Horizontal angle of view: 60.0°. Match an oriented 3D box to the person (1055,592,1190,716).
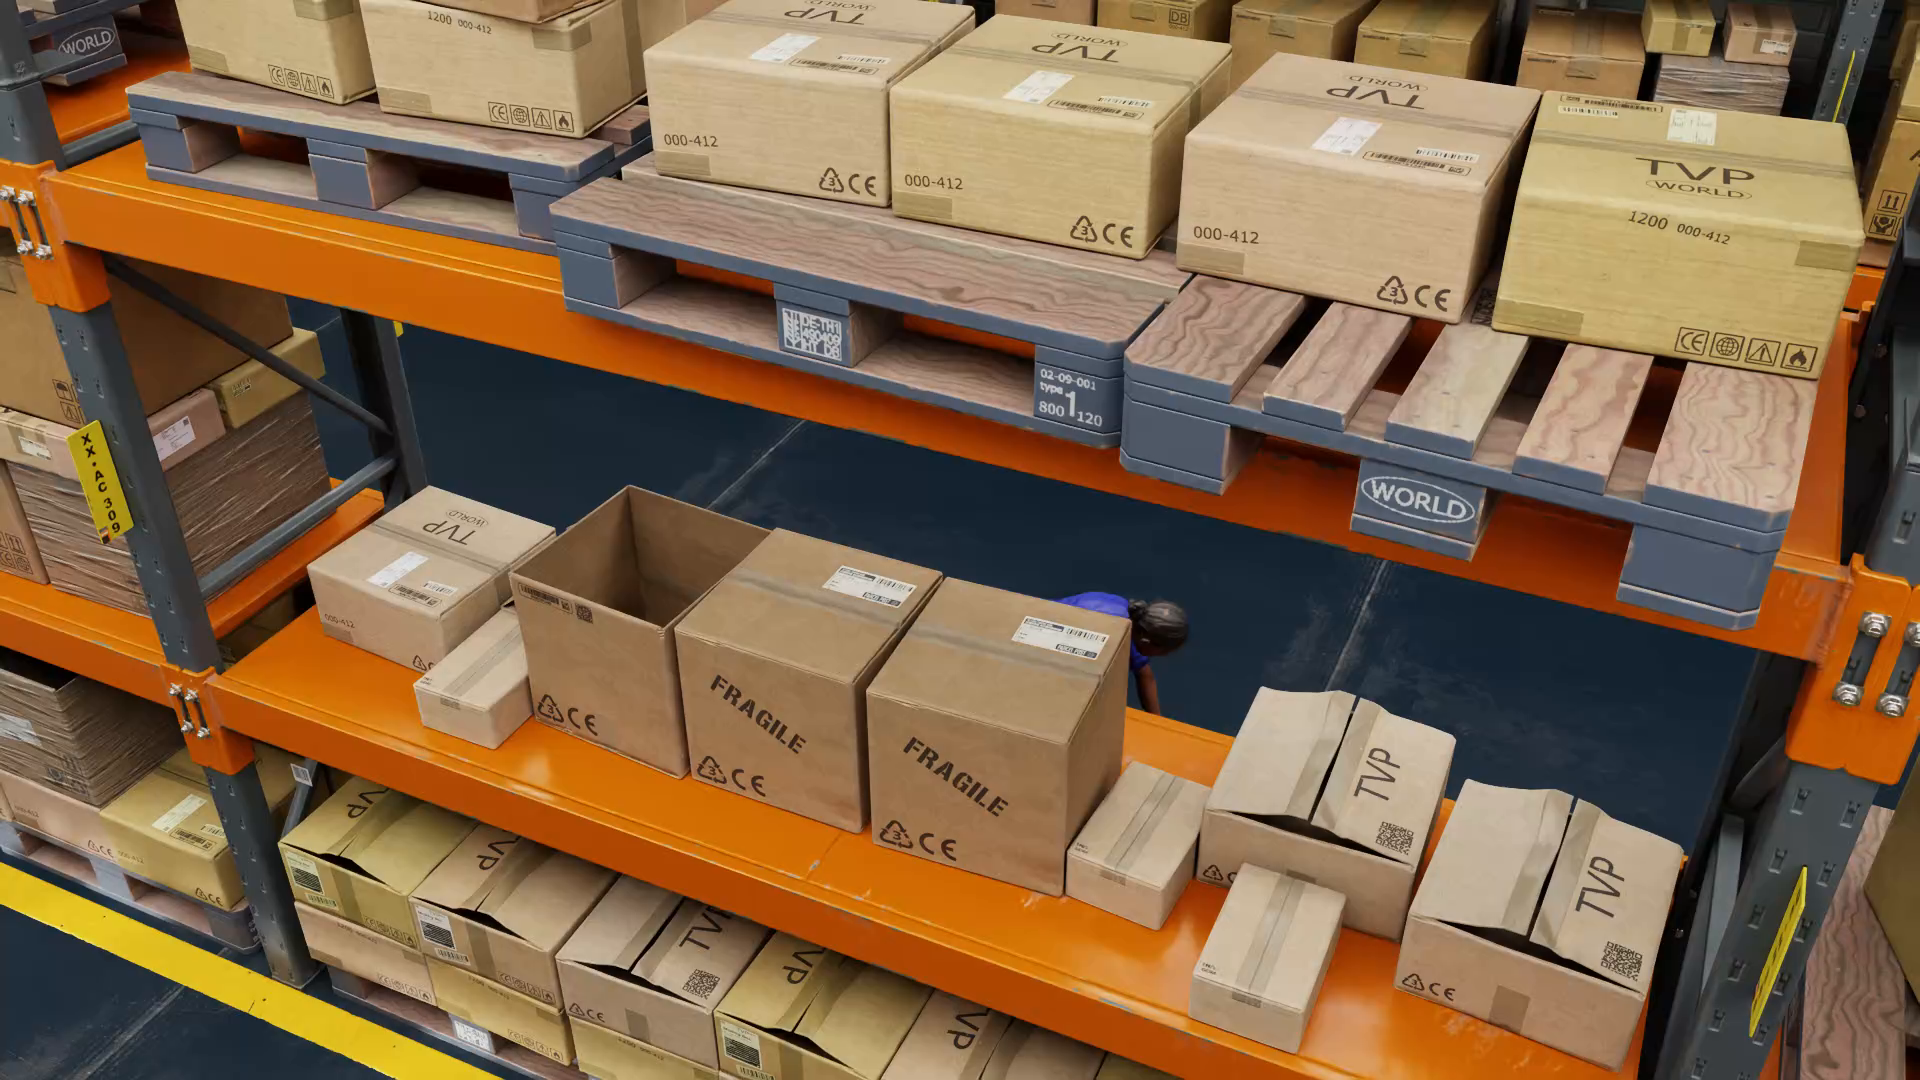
[{"bbox_3d":[0.428,0.538,6.069,0.816,0.861,0.482,15,37,21],"label":"person"}]
